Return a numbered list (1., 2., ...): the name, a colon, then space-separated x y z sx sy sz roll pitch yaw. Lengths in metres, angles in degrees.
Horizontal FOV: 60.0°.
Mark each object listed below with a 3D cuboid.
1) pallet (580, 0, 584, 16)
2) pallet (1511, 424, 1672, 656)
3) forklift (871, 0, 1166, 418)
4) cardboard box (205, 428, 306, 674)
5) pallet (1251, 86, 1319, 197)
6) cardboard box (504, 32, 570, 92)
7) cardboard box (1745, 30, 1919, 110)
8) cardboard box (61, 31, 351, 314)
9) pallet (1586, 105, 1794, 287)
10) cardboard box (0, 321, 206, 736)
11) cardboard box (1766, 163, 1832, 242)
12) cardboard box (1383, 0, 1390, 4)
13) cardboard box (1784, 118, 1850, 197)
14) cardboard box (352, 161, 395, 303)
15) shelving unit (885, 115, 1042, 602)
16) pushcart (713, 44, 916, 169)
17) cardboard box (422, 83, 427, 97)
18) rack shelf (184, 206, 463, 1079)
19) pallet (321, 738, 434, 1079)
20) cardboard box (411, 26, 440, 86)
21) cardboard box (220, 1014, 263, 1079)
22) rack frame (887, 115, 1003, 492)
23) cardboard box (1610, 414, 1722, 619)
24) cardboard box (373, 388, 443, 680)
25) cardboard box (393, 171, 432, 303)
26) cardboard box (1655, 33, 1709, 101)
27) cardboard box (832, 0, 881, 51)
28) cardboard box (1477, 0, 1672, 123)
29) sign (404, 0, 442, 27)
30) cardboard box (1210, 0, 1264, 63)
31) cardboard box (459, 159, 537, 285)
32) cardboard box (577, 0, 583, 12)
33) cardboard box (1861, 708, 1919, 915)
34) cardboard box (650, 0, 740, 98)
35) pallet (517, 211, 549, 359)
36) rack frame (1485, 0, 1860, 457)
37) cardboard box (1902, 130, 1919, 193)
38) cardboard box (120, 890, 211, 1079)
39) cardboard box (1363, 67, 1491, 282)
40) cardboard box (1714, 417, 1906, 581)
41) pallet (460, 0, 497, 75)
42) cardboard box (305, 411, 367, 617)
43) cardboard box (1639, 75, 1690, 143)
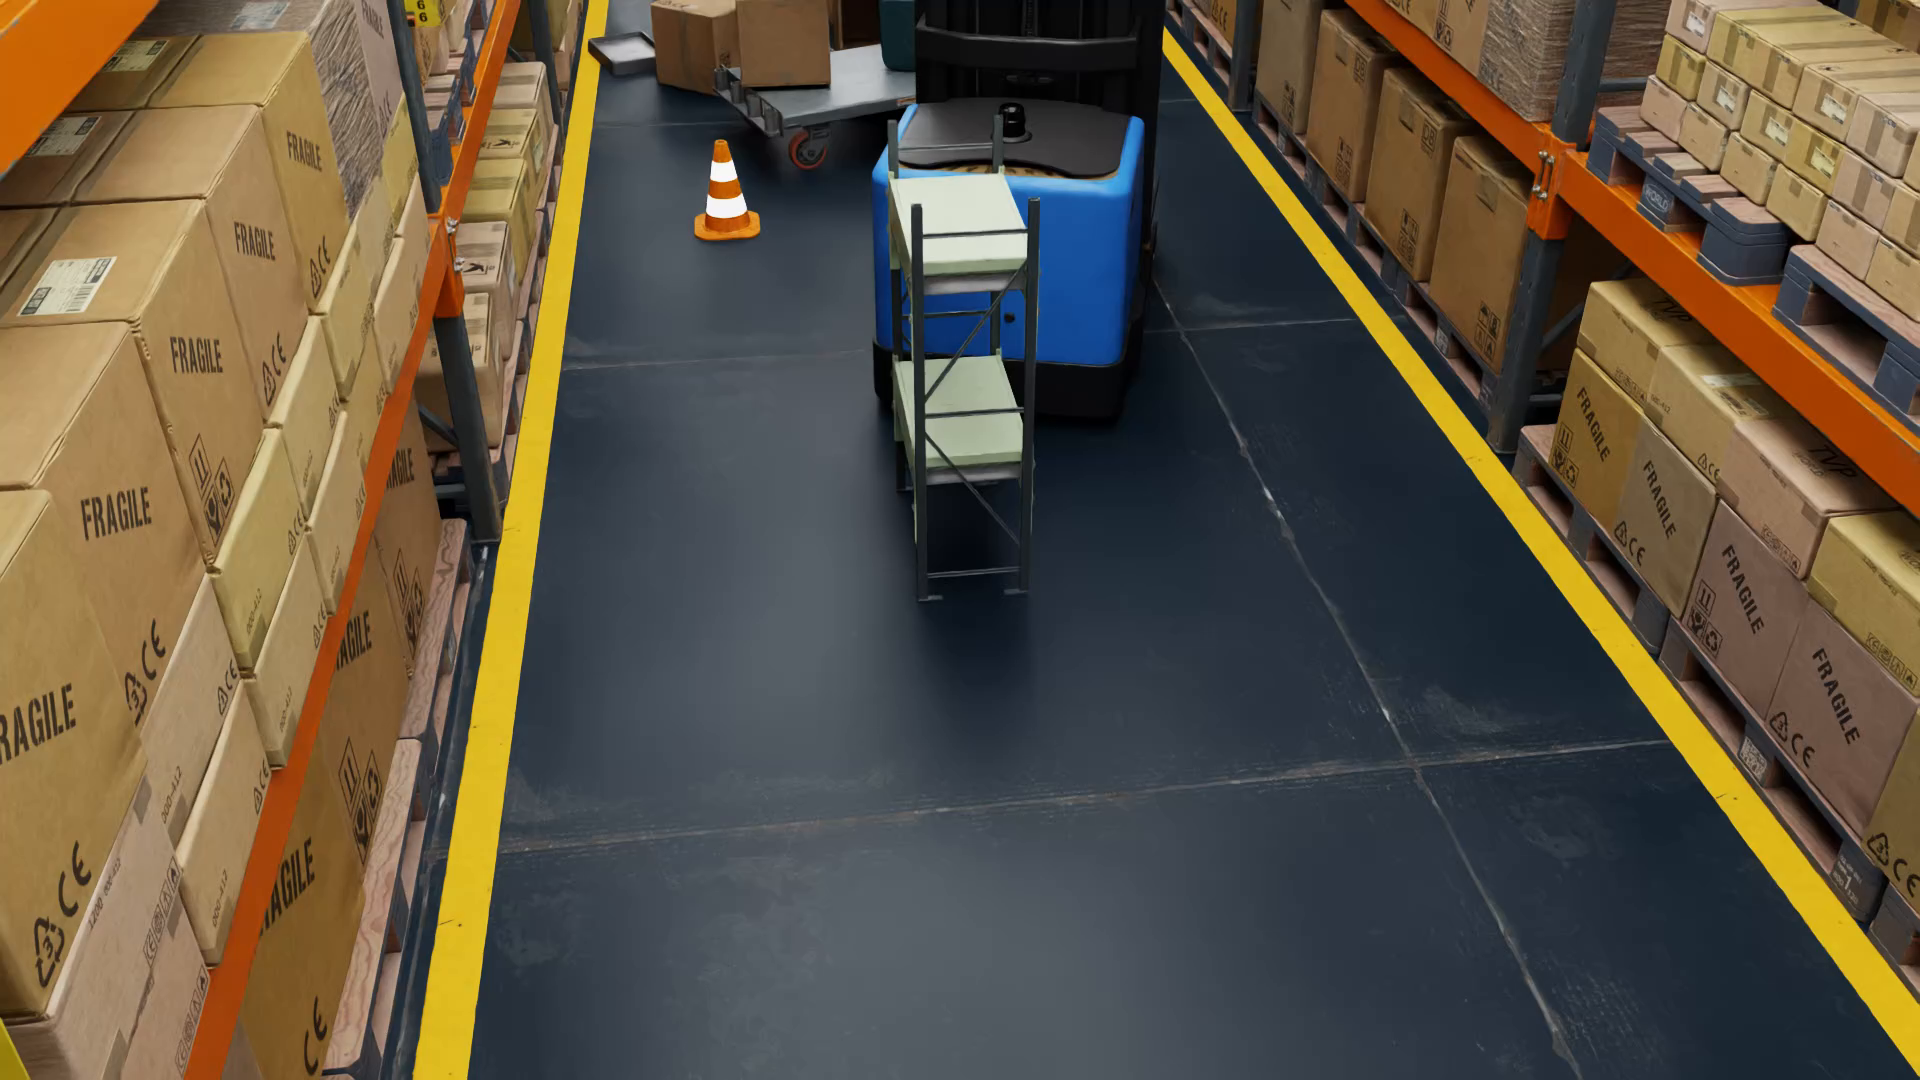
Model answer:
1. pallet: -3.216 -4.034 11.982 1.003 0.211 1.213 -4 35 -6
2. pallet: 2.771 -0.063 6.155 1.003 0.211 1.213 -4 35 -6
3. forklift: 0.385 -2.534 7.366 1.130 2.935 3.031 5 35 8
4. cardboard box: -1.605 0.028 3.235 0.500 0.250 0.500 -4 34 -6
5. pallet: 2.308 -2.306 9.447 1.003 0.211 1.213 -4 35 -6
6. cardboard box: -2.574 -2.839 9.822 0.500 0.250 0.500 -6 35 -9
7. cardboard box: 2.605 -1.408 4.974 0.380 0.149 0.250 -5 35 -7
8. cardboard box: -1.758 -0.843 3.846 0.500 0.500 0.500 -4 35 -6
9. pallet: 2.869 -1.183 5.492 1.213 0.211 1.003 -4 35 -6
10. cardboard box: -1.556 0.008 2.598 0.500 0.500 0.500 -5 35 -7
11. cardboard box: 2.638 -1.006 4.912 0.380 0.149 0.250 -3 34 -4
12. cardboard box: 2.135 -2.767 7.558 0.500 0.500 0.500 -4 34 -6
13. cardboard box: 2.645 -1.119 4.814 0.380 0.149 0.250 -4 35 -6
14. cardboard box: -1.835 -0.828 4.491 0.500 0.250 0.500 -5 35 -8
15. shelving unit: -0.001 -0.623 5.833 0.431 1.500 0.755 -4 35 -6
16. pushcart: -0.510 -2.569 9.685 1.648 0.377 0.936 -16 38 -23
17. cardboard box: -2.088 -1.646 5.851 0.380 0.149 0.250 -6 35 -9
18. rack shelf: -1.955 0.193 3.942 1.077 0.370 4.000 -4 35 -6
19. pallet: -2.032 1.057 4.511 1.003 0.211 1.213 -4 35 -6
20. cardboard box: -2.055 -1.827 5.541 0.500 0.500 0.500 -5 35 -8
21. cardboard box: -1.849 1.376 3.080 0.875 0.875 0.875 -3 34 -5
22. rack frame: -0.050 -0.828 6.133 0.400 1.500 0.023 -4 35 -6
23. cardboard box: 2.581 -0.098 5.577 0.500 0.500 0.500 -4 34 -6
24. cardboard box: -2.214 -0.124 5.282 0.875 0.875 0.875 -5 35 -7
25. cardboard box: -1.899 -0.896 5.034 0.500 0.250 0.500 -6 35 -8
26. cardboard box: 2.533 -1.559 5.461 0.380 0.149 0.250 -3 34 -4
27. cardboard box: -0.421 -3.399 10.671 0.797 0.637 0.503 -4 35 -6
28. cardboard box: 2.341 -1.924 6.321 0.500 0.500 0.500 -4 35 -6
29. sign: -1.675 -1.743 5.115 0.100 0.325 0.005 -4 35 -6
30. cardboard box: 2.114 -3.535 10.288 0.875 0.875 0.875 -4 34 -6
31. cardboard box: -2.494 -1.459 7.687 0.950 0.372 0.625 -3 34 -5
32. cardboard box: -2.787 -3.710 11.099 0.500 0.250 0.500 -6 35 -8
33. cardboard box: 2.787 0.760 4.318 0.500 0.500 0.500 -5 35 -8
34. cardboard box: -1.558 -3.121 10.384 0.500 0.500 0.500 20 39 26
35. pallet: -2.489 -1.183 7.799 1.003 0.211 1.213 -4 35 -6
36. rack frame: 2.667 -1.652 6.010 1.000 3.000 0.127 -4 35 -6
37. cardboard box: 2.716 -0.961 4.319 0.380 0.149 0.250 -3 34 -5
38. cardboard box: -1.484 0.808 2.533 0.500 0.250 0.500 -5 35 -7
39. cardboard box: 2.554 -1.730 7.749 1.050 0.750 0.750 -4 34 -6
40. cardboard box: 2.642 -0.139 4.971 0.500 0.250 0.500 -4 34 -6
41. pallet: -2.531 -2.243 7.047 1.003 0.211 1.213 -4 35 -6
42. cardboard box: -1.666 -0.047 3.789 0.500 0.250 0.500 -5 35 -7
43. cardboard box: 2.527 -1.456 5.573 0.380 0.149 0.250 -5 35 -7
